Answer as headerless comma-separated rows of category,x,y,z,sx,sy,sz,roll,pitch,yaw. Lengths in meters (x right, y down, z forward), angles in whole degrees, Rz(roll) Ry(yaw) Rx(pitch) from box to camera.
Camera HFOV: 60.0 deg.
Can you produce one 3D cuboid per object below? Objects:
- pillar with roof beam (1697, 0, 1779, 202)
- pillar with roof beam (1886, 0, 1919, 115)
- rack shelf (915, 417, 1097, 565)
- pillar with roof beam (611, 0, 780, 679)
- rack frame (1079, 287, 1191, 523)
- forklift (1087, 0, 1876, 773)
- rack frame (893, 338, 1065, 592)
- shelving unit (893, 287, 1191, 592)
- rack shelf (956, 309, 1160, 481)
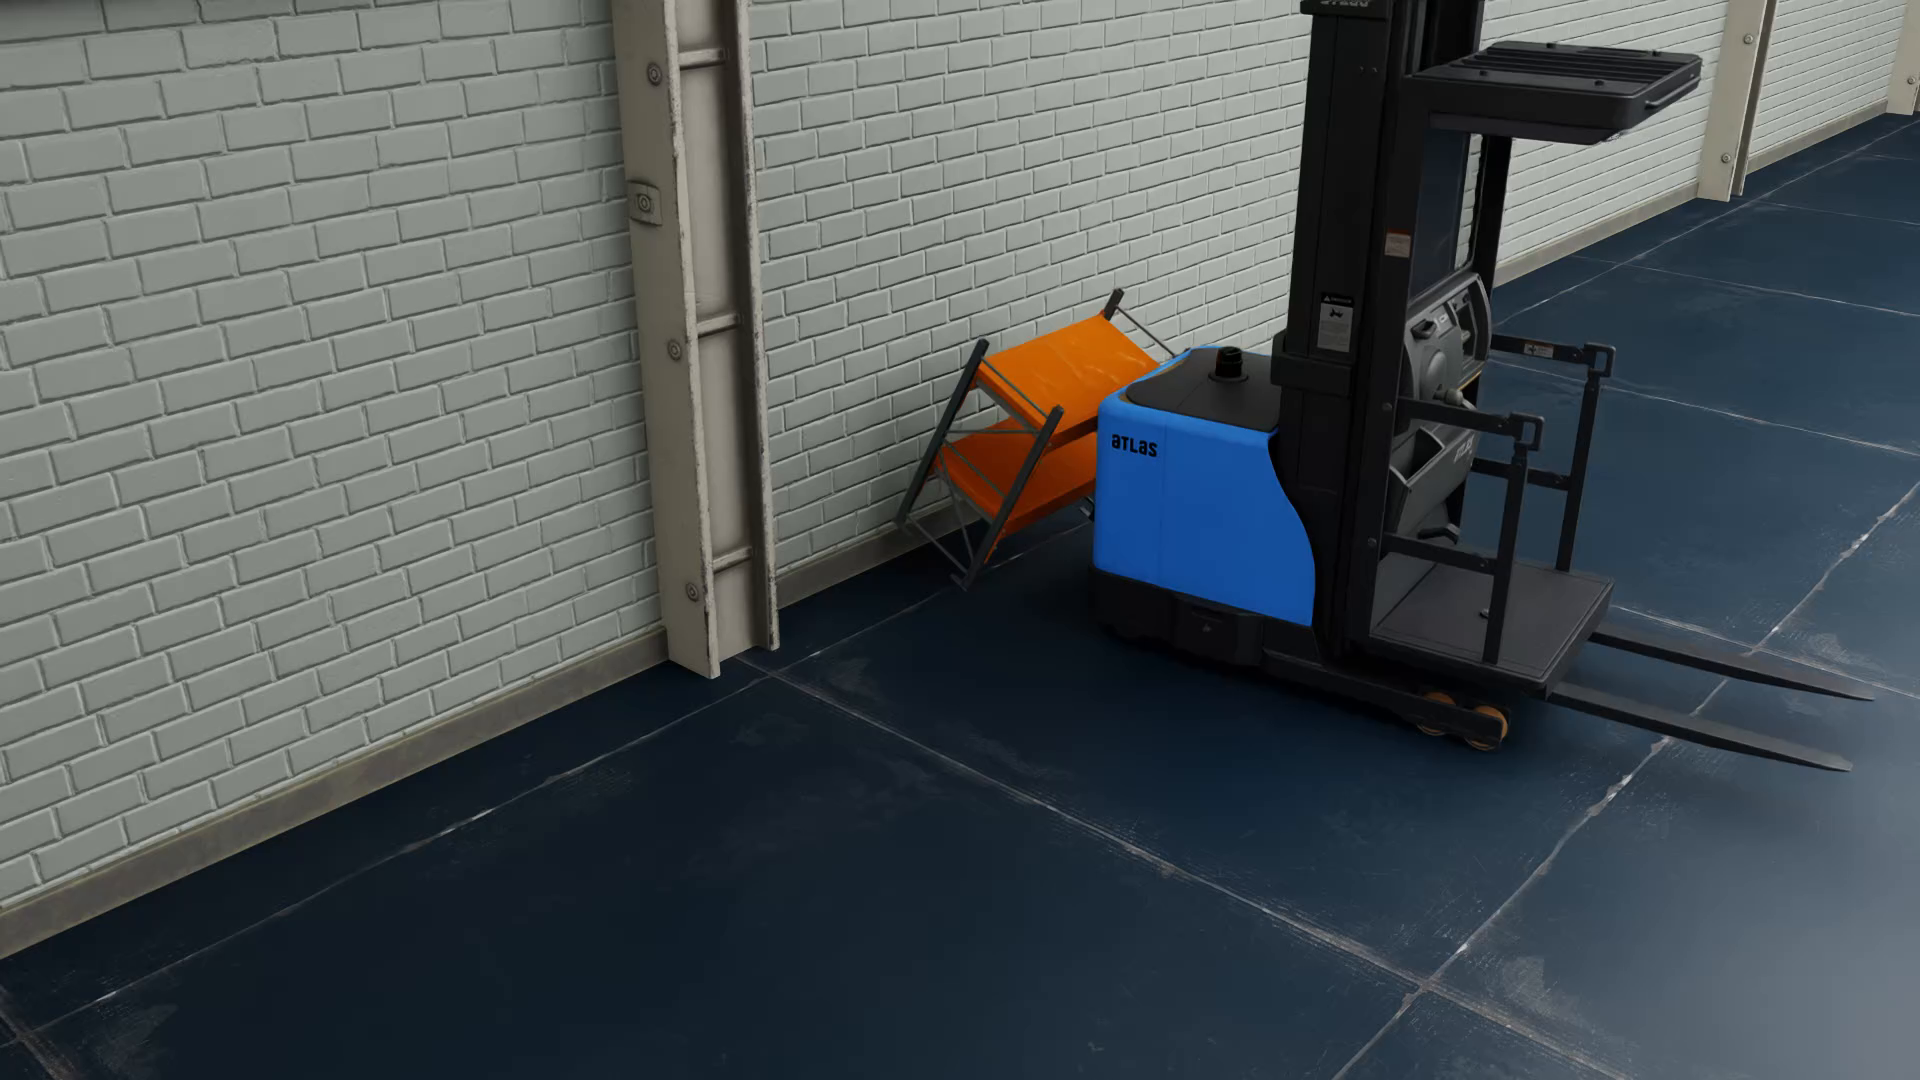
pillar with roof beam,10.190,-6.106,10.870,9.100,9.000,0.400,20,31,38
pillar with roof beam,14.195,-7.934,14.947,9.100,9.000,0.400,20,31,38
rack shelf,0.302,-0.309,7.913,0.538,0.278,1.000,44,42,19
pillar with roof beam,2.182,-2.450,2.716,9.100,9.000,0.400,20,31,38
rack frame,0.712,-0.639,8.114,0.500,1.125,0.032,44,42,19
forklift,2.074,-0.772,6.390,3.031,2.935,1.130,15,28,30
rack frame,0.063,-0.315,7.402,0.500,1.125,0.032,44,42,19
shelving unit,0.388,-0.477,7.758,0.538,1.125,1.048,44,42,19
rack shelf,0.491,-0.679,7.572,0.538,0.278,1.000,44,42,19
